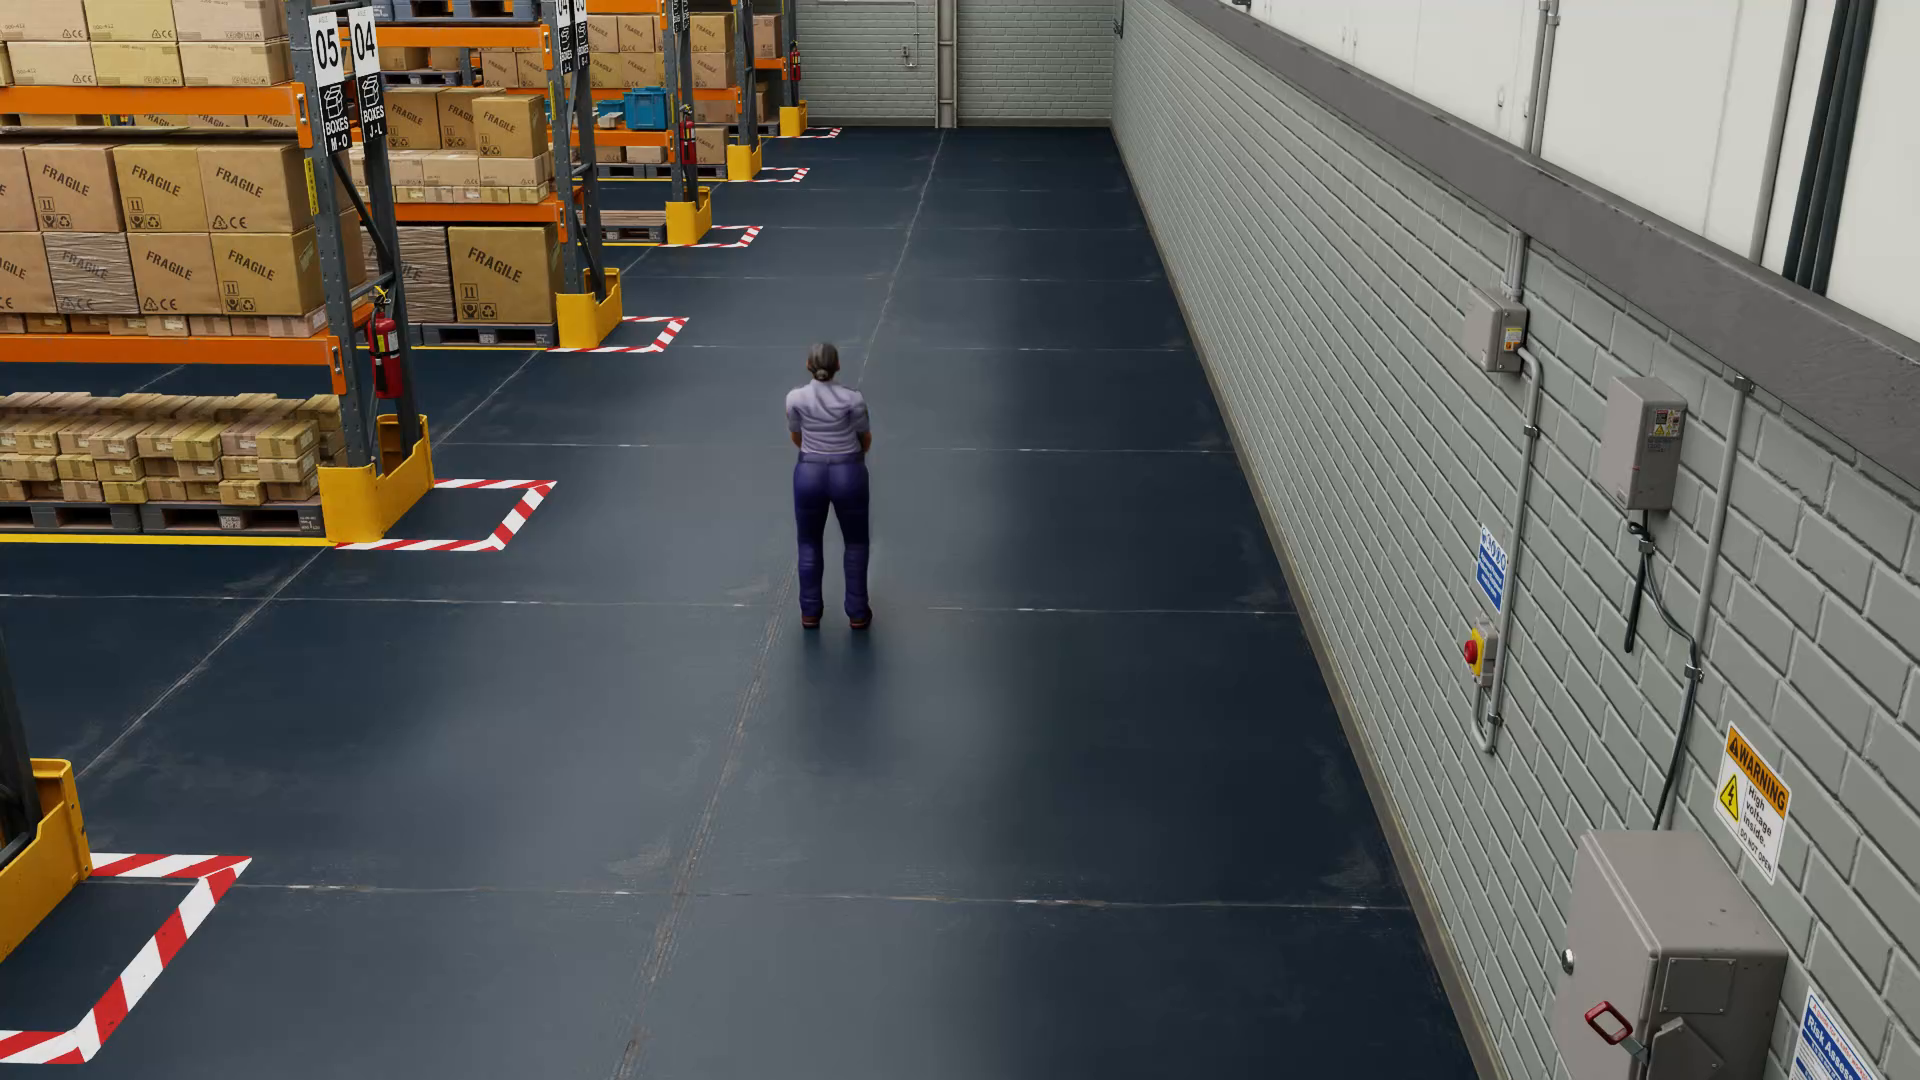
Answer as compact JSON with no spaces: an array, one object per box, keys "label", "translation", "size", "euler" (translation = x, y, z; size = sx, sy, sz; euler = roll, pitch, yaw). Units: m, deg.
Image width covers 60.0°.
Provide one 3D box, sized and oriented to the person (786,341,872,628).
[{"label":"person","translation":[-0.706,-0.293,9.225],"size":[0.452,1.551,0.488],"euler":[1,21,3]}]
